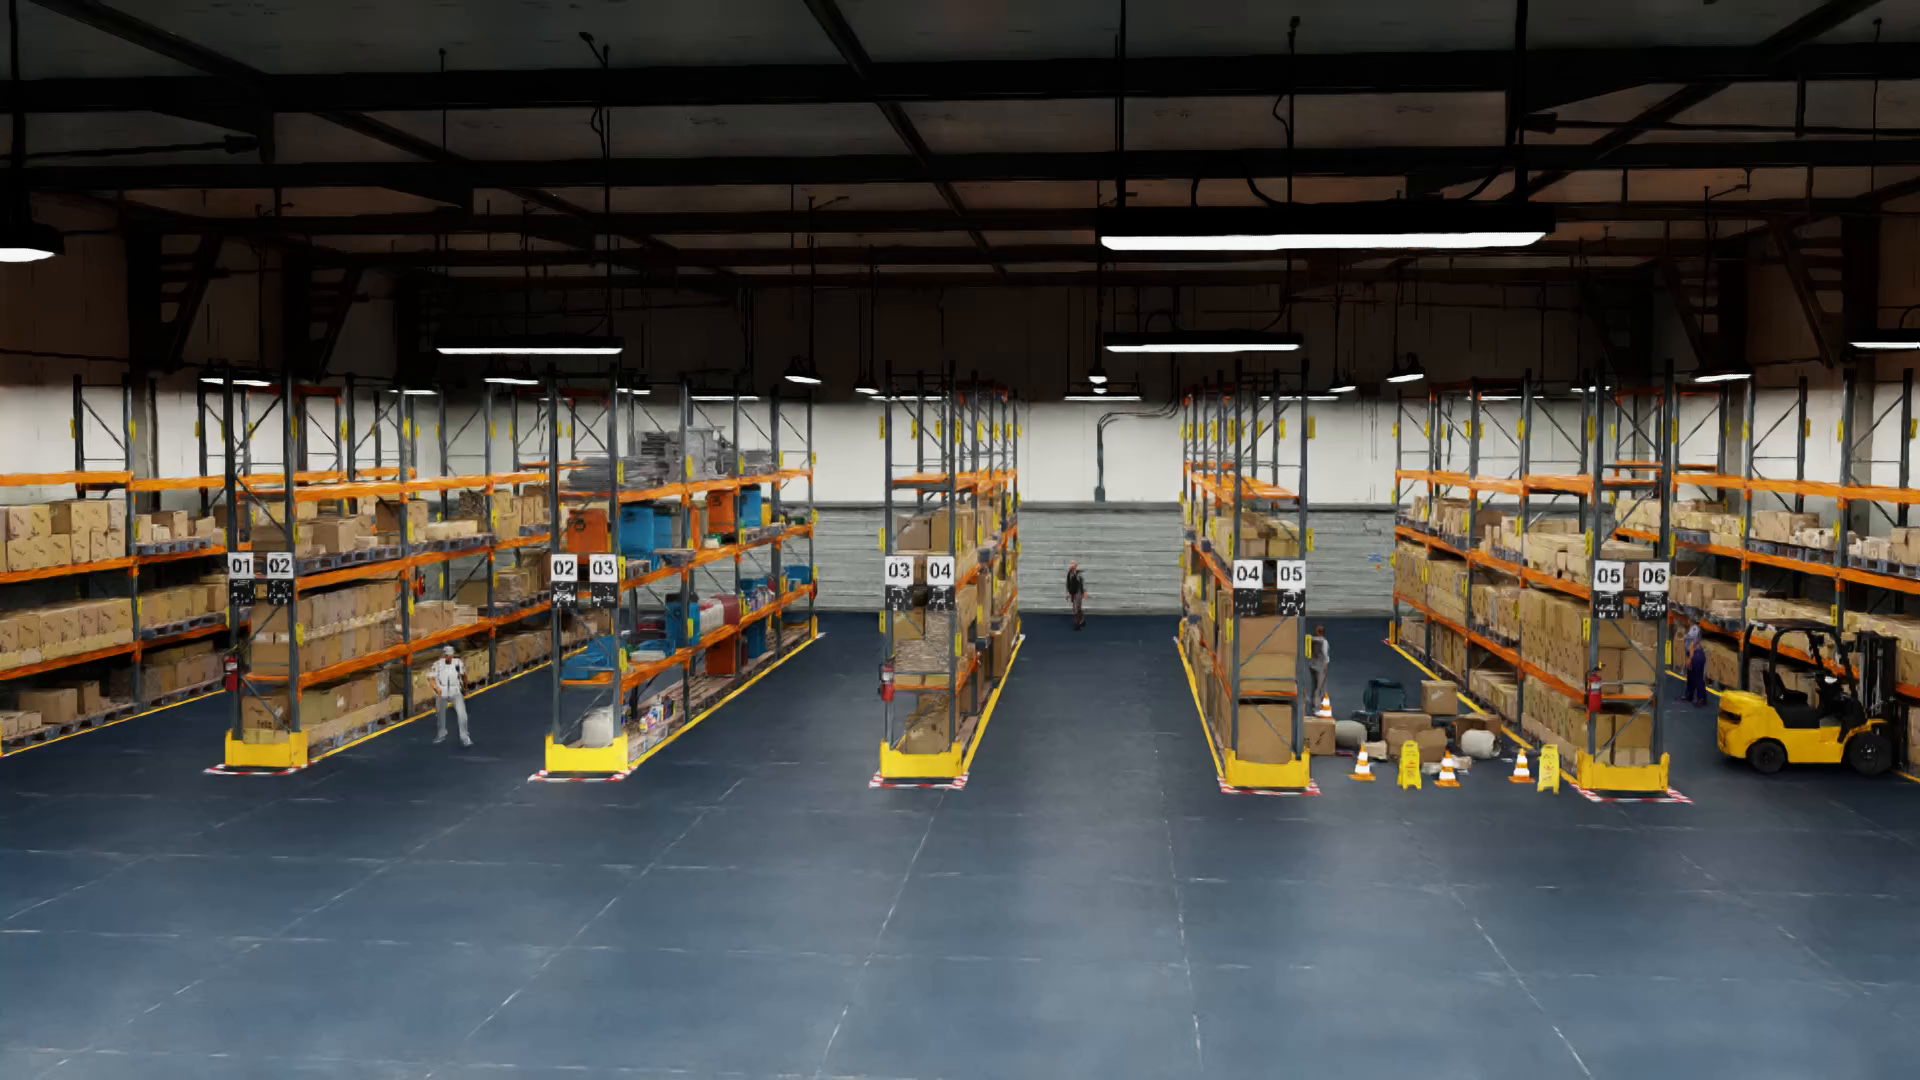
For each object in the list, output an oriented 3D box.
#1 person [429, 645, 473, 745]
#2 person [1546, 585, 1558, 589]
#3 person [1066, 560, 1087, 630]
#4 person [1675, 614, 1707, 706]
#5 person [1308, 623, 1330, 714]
[{"bbox_3d":[-8.120,2.454,26.536,0.662,1.604,0.782,-1,4,-15],"label":"person"},{"bbox_3d":[13.850,1.554,38.861,0.525,1.790,0.650,-1,4,-11],"label":"person"},{"bbox_3d":[2.966,1.384,42.164,0.539,1.745,0.623,-2,4,-32],"label":"person"},{"bbox_3d":[13.395,2.170,30.415,0.567,1.641,0.611,2,4,29],"label":"person"},{"bbox_3d":[6.346,2.266,29.291,0.406,1.600,0.468,-2,4,-26],"label":"person"}]
